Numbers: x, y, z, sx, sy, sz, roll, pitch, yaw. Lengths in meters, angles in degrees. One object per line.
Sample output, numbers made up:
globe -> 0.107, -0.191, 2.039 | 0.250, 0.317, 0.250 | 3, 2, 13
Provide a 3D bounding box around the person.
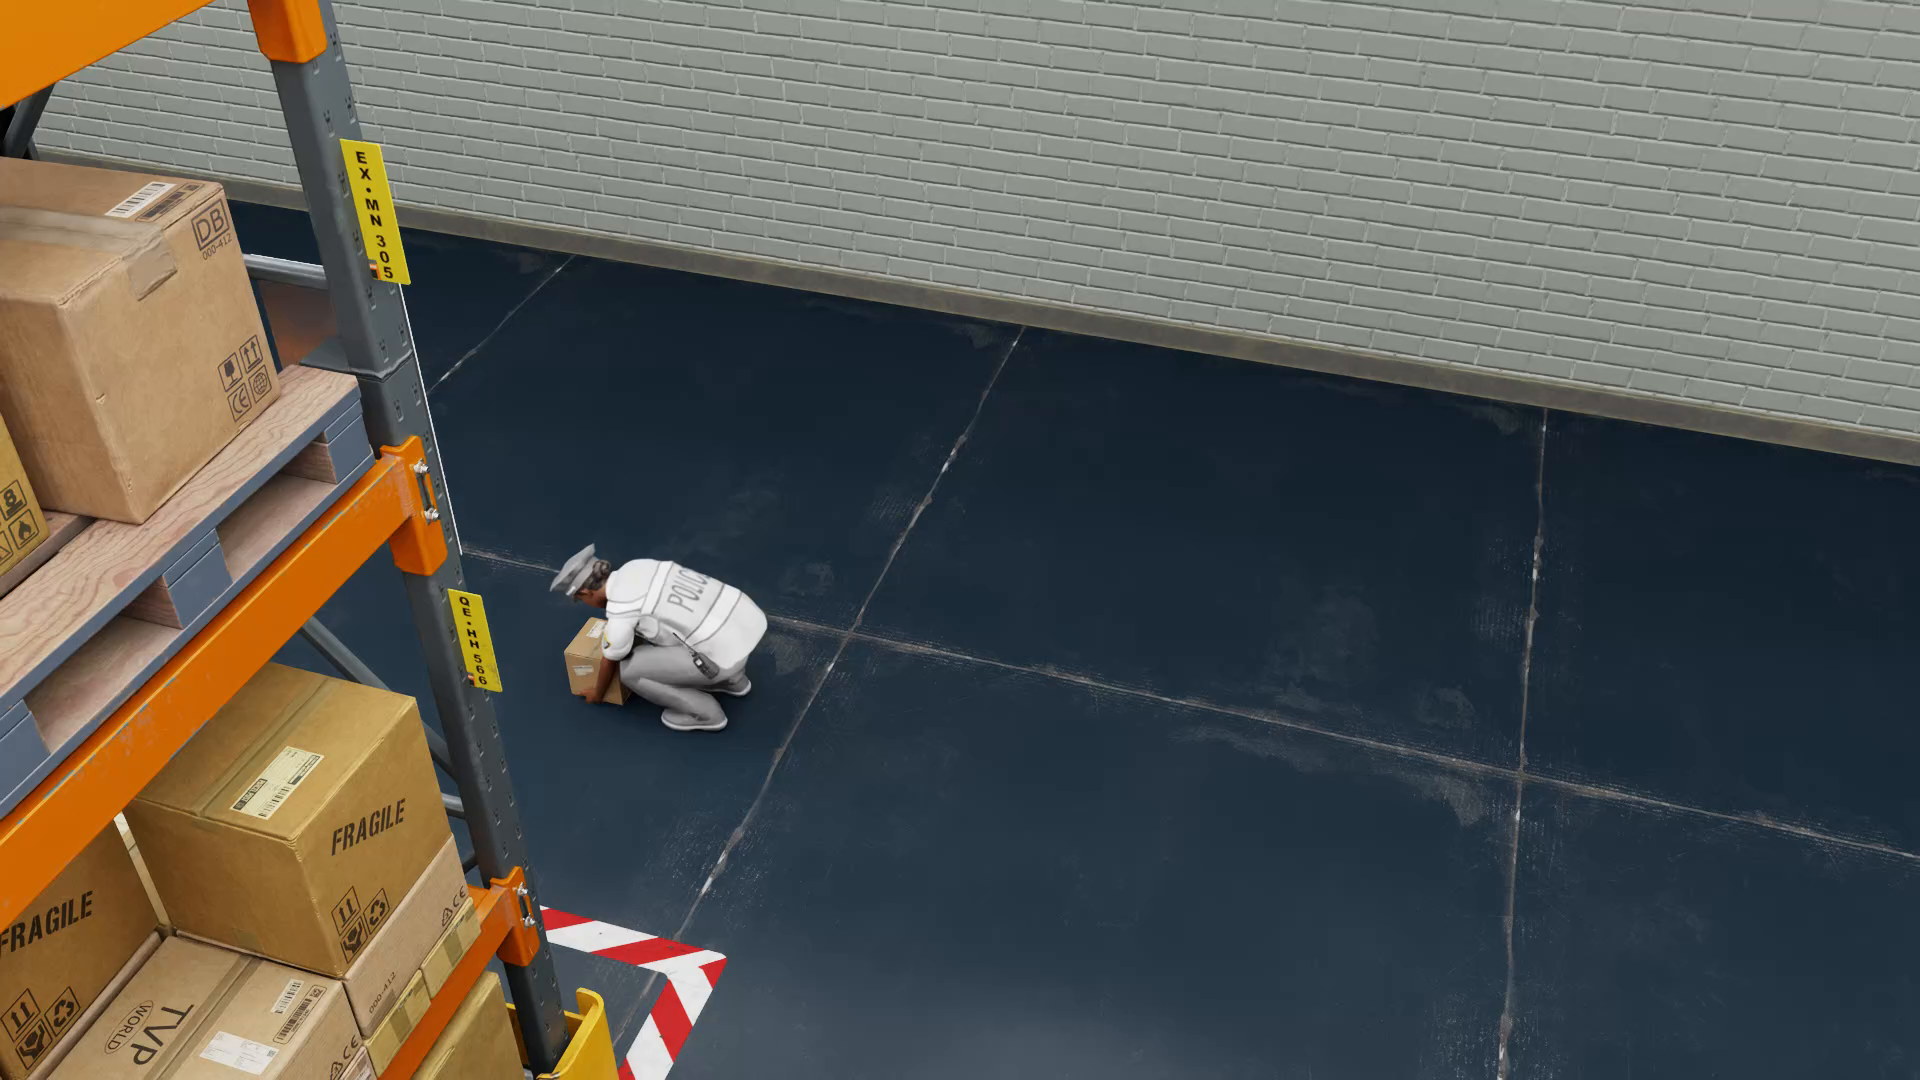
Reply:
person -> -1.276, 0.417, 7.134 | 0.895, 0.852, 0.473 | 10, 38, 13
